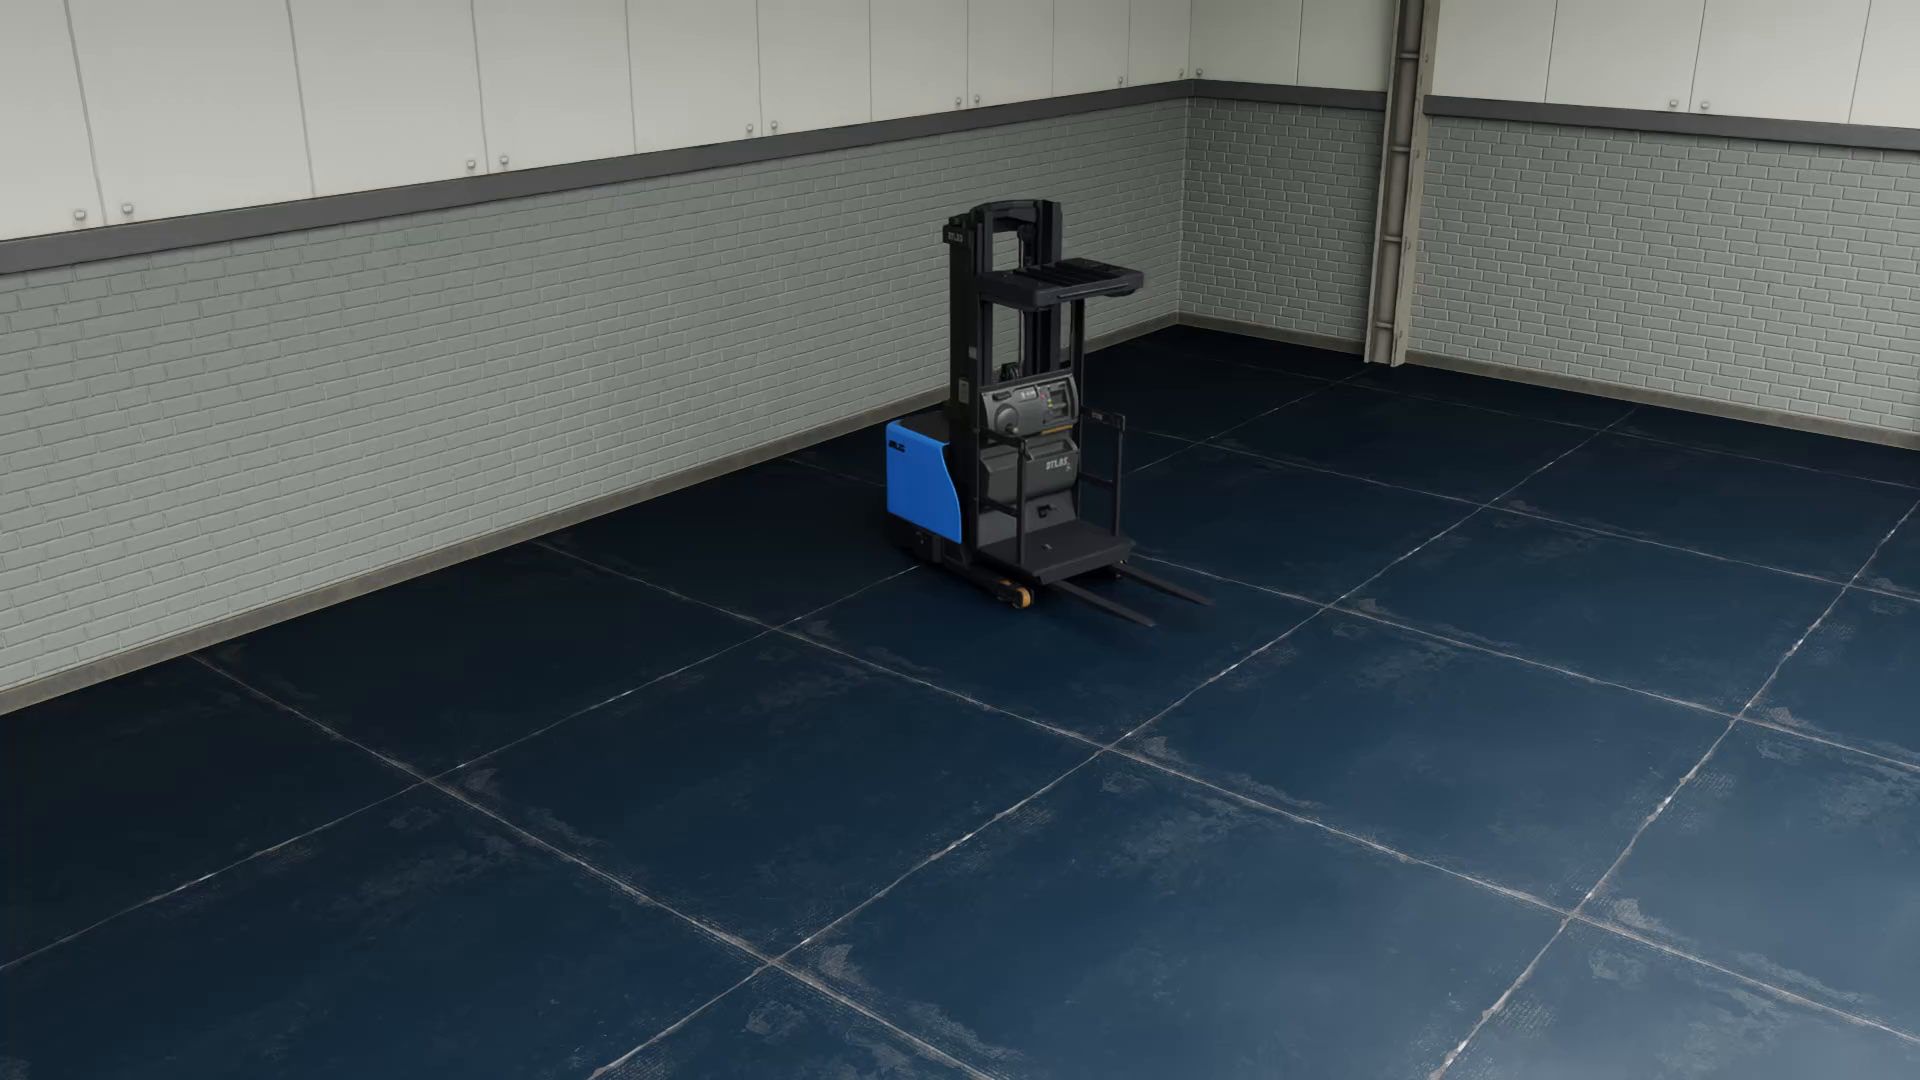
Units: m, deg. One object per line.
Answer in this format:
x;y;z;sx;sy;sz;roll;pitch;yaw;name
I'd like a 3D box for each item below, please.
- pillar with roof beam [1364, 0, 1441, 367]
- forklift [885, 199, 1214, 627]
2.331;-5.154;15.085;0.400;9.000;9.100;16;26;36;pillar with roof beam
0.682;-1.038;12.770;1.130;2.935;3.031;-16;26;-36;forklift
